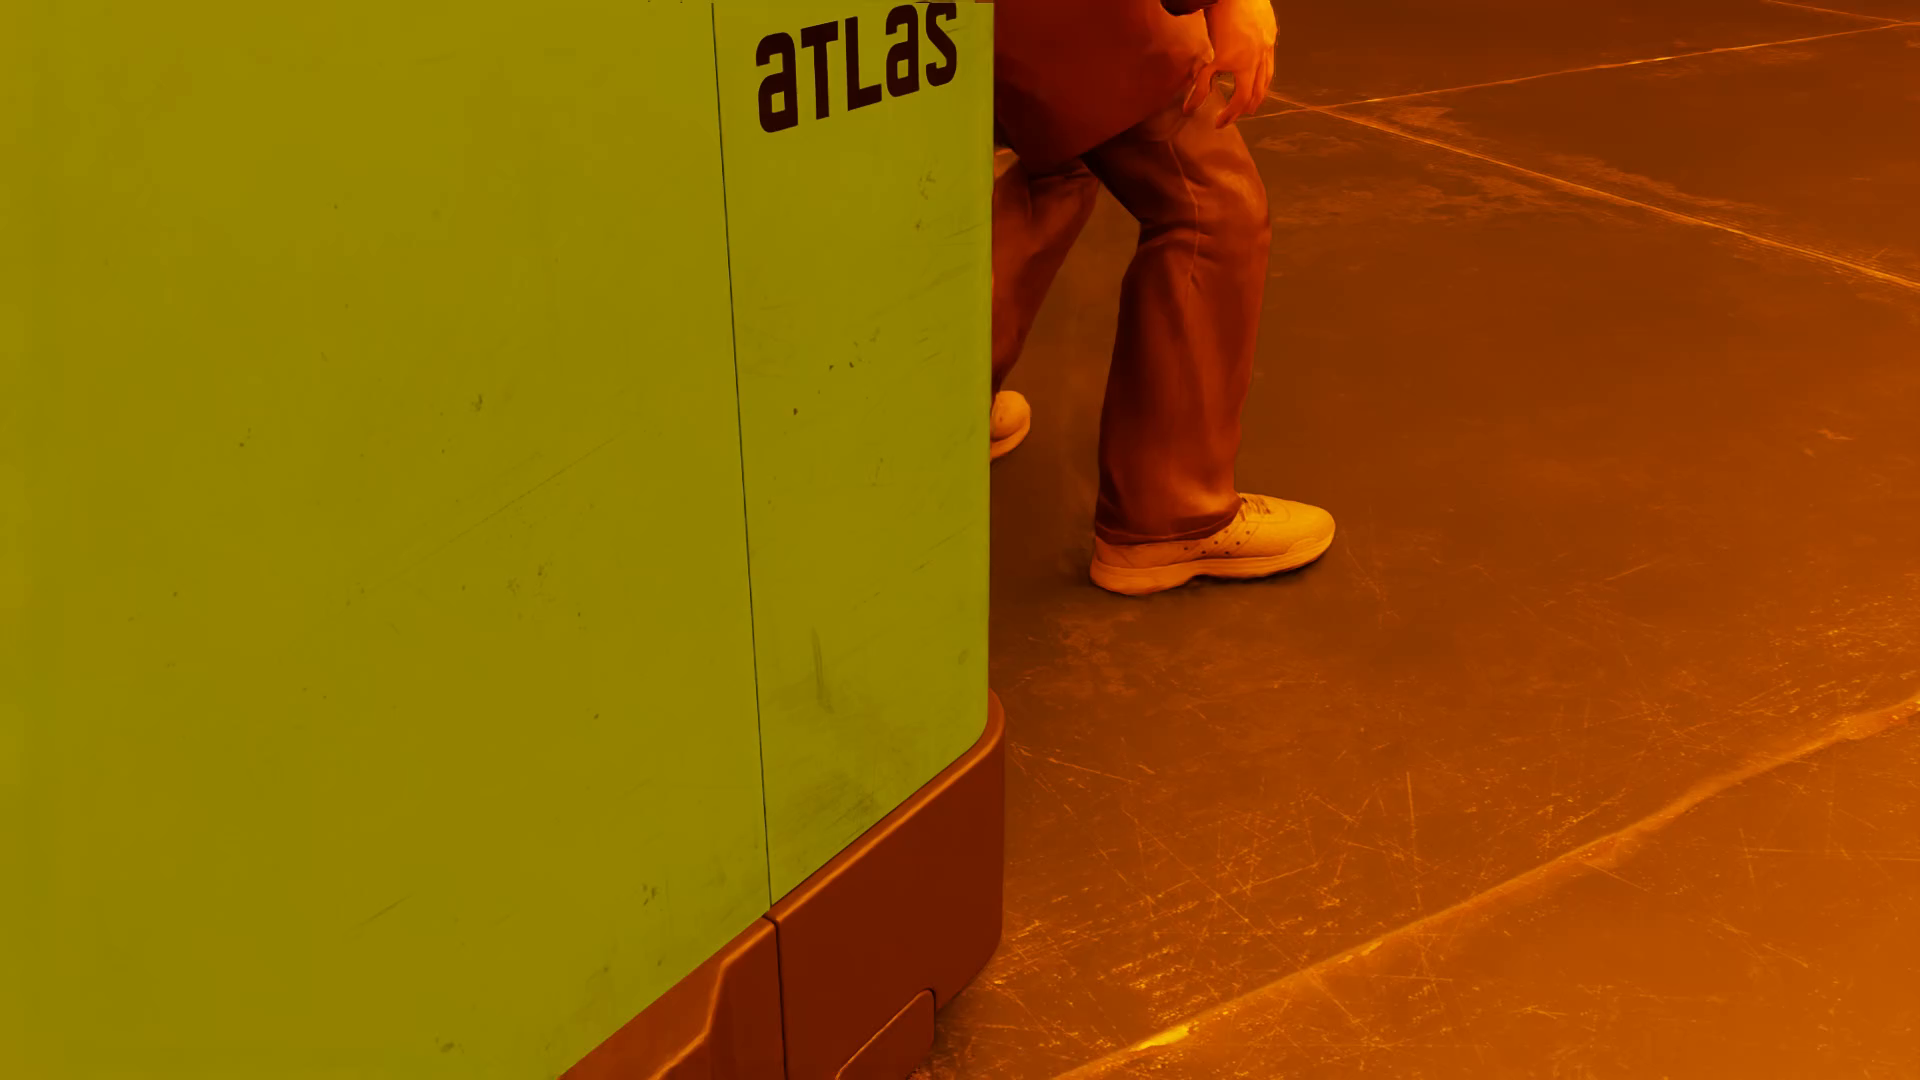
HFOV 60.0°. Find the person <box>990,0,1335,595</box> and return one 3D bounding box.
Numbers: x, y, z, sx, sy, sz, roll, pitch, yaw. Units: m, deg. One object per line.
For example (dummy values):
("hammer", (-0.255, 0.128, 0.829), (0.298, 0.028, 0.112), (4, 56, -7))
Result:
("person", (0.180, -0.793, 2.174), (0.583, 1.708, 0.799), (-11, 29, -21))

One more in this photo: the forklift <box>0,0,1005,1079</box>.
("forklift", (-1.225, -0.462, 0.172), (1.130, 2.935, 3.031), (18, 32, 31))
